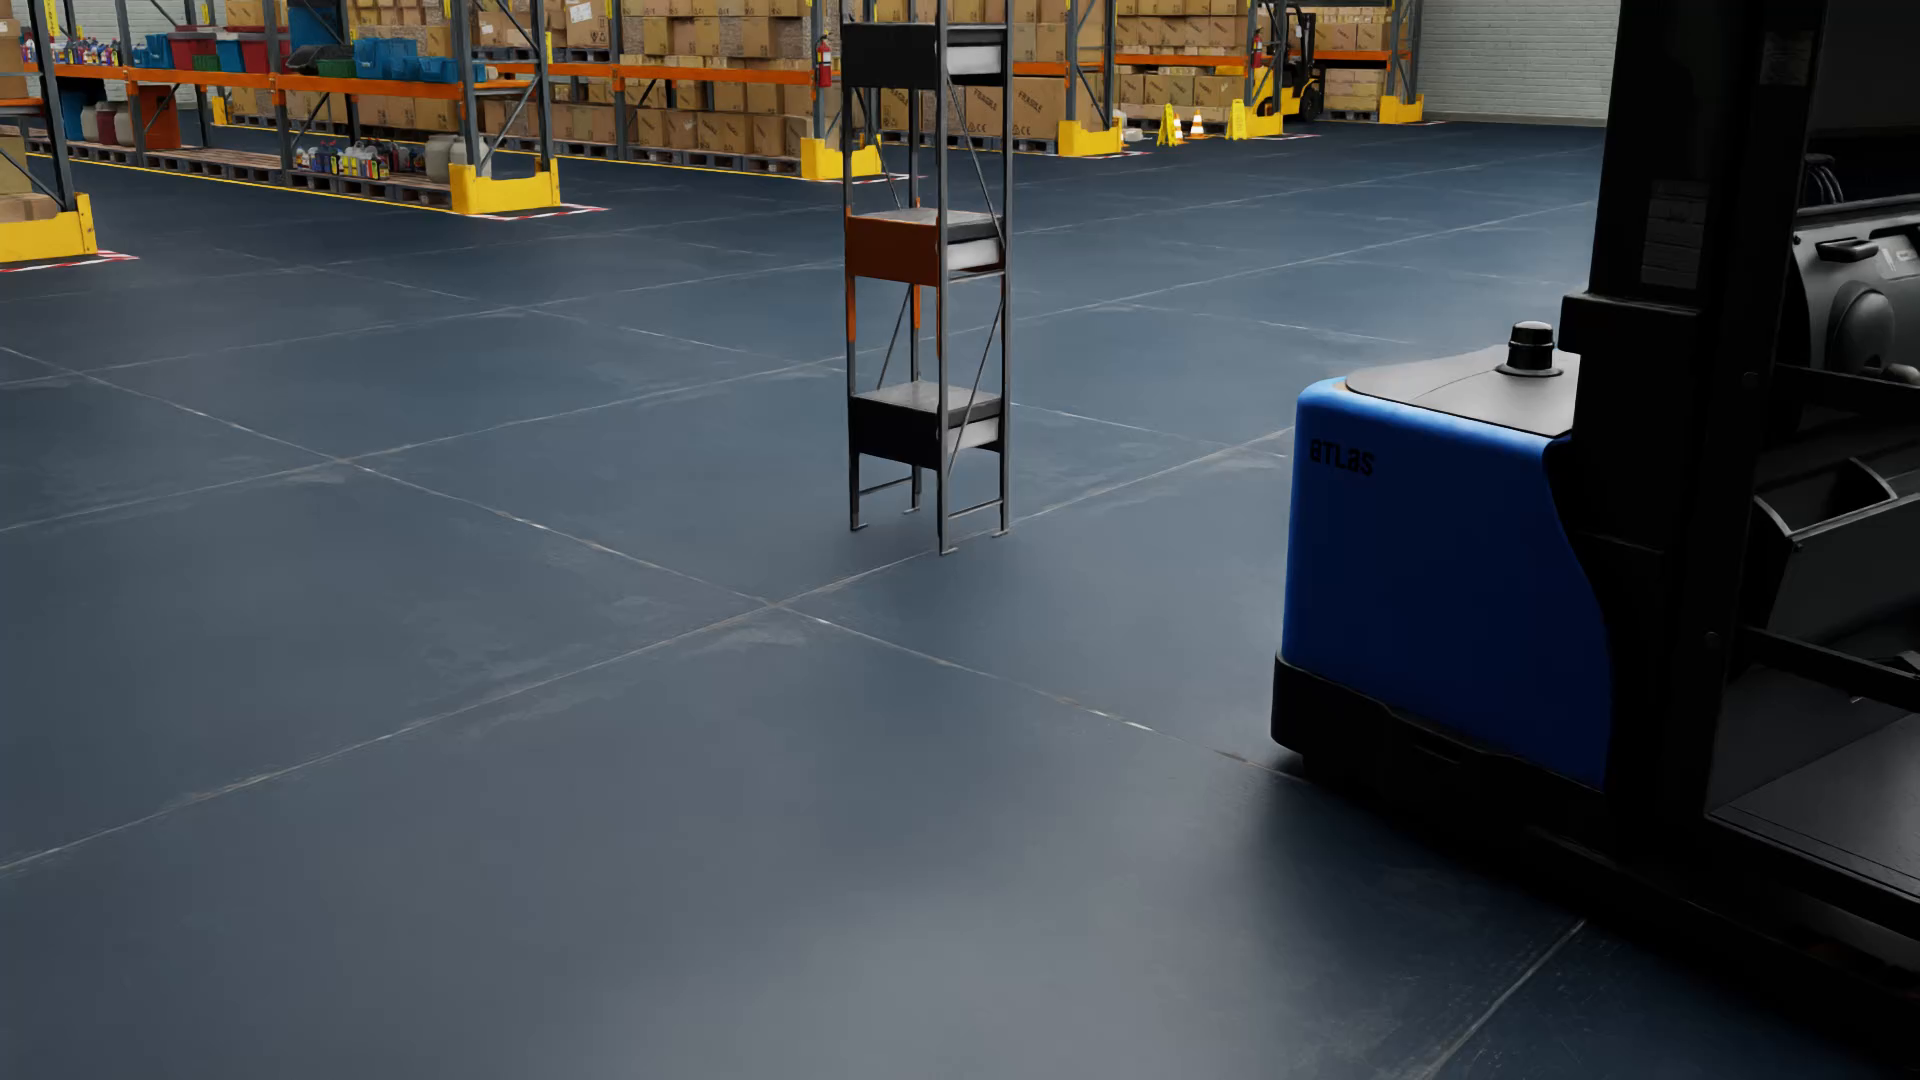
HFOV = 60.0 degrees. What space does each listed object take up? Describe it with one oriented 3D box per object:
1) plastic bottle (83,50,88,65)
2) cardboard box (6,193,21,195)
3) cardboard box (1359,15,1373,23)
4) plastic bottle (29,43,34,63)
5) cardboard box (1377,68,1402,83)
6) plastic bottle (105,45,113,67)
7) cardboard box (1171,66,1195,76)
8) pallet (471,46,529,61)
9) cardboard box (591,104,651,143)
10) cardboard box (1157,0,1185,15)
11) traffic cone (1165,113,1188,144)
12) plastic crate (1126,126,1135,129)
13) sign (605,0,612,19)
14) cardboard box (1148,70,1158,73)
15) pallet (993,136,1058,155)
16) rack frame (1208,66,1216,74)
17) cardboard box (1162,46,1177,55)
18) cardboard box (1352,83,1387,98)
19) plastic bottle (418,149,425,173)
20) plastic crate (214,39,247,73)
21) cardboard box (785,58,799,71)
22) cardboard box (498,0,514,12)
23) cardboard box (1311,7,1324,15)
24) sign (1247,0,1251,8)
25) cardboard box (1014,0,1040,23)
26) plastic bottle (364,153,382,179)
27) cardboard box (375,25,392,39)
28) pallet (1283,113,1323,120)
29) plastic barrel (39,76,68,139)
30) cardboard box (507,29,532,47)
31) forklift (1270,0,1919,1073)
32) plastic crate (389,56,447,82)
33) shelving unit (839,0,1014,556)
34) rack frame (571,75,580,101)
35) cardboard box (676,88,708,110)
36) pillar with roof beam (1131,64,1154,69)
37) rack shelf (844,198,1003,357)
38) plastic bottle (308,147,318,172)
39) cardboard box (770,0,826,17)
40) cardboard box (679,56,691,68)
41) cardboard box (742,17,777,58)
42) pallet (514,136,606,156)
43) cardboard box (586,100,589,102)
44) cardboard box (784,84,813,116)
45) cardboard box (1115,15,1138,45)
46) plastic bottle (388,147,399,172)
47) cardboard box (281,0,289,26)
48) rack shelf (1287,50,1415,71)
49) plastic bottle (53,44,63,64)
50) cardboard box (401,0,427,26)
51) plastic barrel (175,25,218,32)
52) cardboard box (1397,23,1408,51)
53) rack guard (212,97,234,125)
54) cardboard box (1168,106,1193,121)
[{"bbox_3d":[-12.067,-6.667,22.989,0.097,0.201,0.097,0,18,0],"label":"plastic bottle"},{"bbox_3d":[-8.662,-2.988,14.918,0.500,0.250,0.500,15,23,39],"label":"cardboard box"},{"bbox_3d":[7.760,-9.855,31.467,0.250,0.149,0.380,16,23,40],"label":"cardboard box"},{"bbox_3d":[-13.455,-7.073,24.153,0.097,0.271,0.097,0,18,0],"label":"plastic bottle"},{"bbox_3d":[8.182,-8.952,32.060,0.500,0.250,0.500,15,23,38],"label":"cardboard box"},{"bbox_3d":[-11.483,-6.542,22.460,0.133,0.283,0.061,15,23,39],"label":"plastic bottle"},{"bbox_3d":[3.847,-8.091,28.686,0.250,0.149,0.380,16,23,40],"label":"cardboard box"},{"bbox_3d":[-6.834,-7.477,25.530,1.003,0.211,1.213,15,23,39],"label":"pallet"},{"bbox_3d":[-4.890,-6.031,24.060,0.500,0.500,0.700,13,22,35],"label":"cardboard box"},{"bbox_3d":[3.774,-9.225,28.410,0.500,0.500,0.700,15,23,39],"label":"cardboard box"},{"bbox_3d":[3.464,-6.589,26.609,0.334,0.463,0.336,15,23,39],"label":"traffic cone"},{"bbox_3d":[2.762,-7.234,29.273,0.583,0.080,0.402,7,19,21],"label":"plastic crate"},{"bbox_3d":[-4.811,-7.310,22.772,0.005,0.325,0.100,15,23,39],"label":"sign"},{"bbox_3d":[4.451,-9.578,35.065,0.625,0.625,0.875,15,23,39],"label":"cardboard box"},{"bbox_3d":[1.264,-5.997,25.158,1.213,0.211,1.003,15,23,39],"label":"pallet"},{"bbox_3d":[5.424,-10.250,33.951,0.127,3.000,1.000,15,23,39],"label":"rack frame"},{"bbox_3d":[3.699,-8.471,28.760,0.250,0.149,0.380,15,23,39],"label":"cardboard box"},{"bbox_3d":[7.845,-8.602,31.782,0.500,0.250,0.500,15,23,39],"label":"cardboard box"},{"bbox_3d":[-6.222,-4.393,19.279,0.097,0.271,0.097,0,18,0],"label":"plastic bottle"},{"bbox_3d":[-8.765,-5.907,20.292,0.575,0.384,0.392,15,23,39],"label":"plastic crate"},{"bbox_3d":[-1.991,-6.022,21.044,0.250,0.149,0.380,15,23,39],"label":"cardboard box"},{"bbox_3d":[-8.754,-10.600,32.745,0.500,0.500,0.500,14,22,38],"label":"cardboard box"},{"bbox_3d":[6.987,-10.203,32.074,0.250,0.149,0.380,16,23,40],"label":"cardboard box"},{"bbox_3d":[4.741,-8.904,27.273,0.005,0.325,0.100,15,23,39],"label":"sign"},{"bbox_3d":[1.190,-7.942,24.645,0.550,0.550,0.875,15,23,39],"label":"cardboard box"},{"bbox_3d":[-6.576,-4.198,18.657,0.135,0.276,0.152,15,23,40],"label":"plastic bottle"},{"bbox_3d":[-9.110,-8.085,26.964,0.500,0.500,0.500,16,23,40],"label":"cardboard box"},{"bbox_3d":[6.908,-8.507,33.068,1.213,0.211,1.003,15,23,39],"label":"pallet"},{"bbox_3d":[-13.321,-6.457,24.773,0.708,0.901,0.600,15,23,39],"label":"plastic barrel"},{"bbox_3d":[-6.336,-7.427,24.610,0.500,0.250,0.500,14,22,38],"label":"cardboard box"},{"bbox_3d":[2.143,-0.511,3.375,1.130,2.935,3.031,-12,21,-34],"label":"forklift"},{"bbox_3d":[-5.796,-5.054,17.824,0.408,0.251,0.499,15,23,39],"label":"plastic crate"},{"bbox_3d":[-0.124,-1.034,6.399,0.503,2.100,0.431,15,23,39],"label":"shelving unit"},{"bbox_3d":[-7.061,-9.592,31.878,0.127,3.000,1.000,15,23,39],"label":"rack frame"},{"bbox_3d":[-4.735,-7.871,29.892,0.500,0.500,0.500,15,23,39],"label":"cardboard box"},{"bbox_3d":[1.148,-12.881,32.322,0.400,9.000,9.100,15,23,39],"label":"pillar with roof beam"},{"bbox_3d":[-0.124,-1.021,6.403,0.480,0.518,0.431,15,23,39],"label":"rack shelf"},{"bbox_3d":[-7.526,-4.453,19.460,0.135,0.276,0.152,16,24,41],"label":"plastic bottle"},{"bbox_3d":[-2.029,-6.802,20.775,0.500,0.500,0.500,15,23,39],"label":"cardboard box"},{"bbox_3d":[-3.533,-6.408,22.259,0.250,0.149,0.380,15,23,39],"label":"cardboard box"},{"bbox_3d":[-2.301,-6.460,21.352,0.500,0.500,0.875,15,23,39],"label":"cardboard box"},{"bbox_3d":[-5.946,-5.956,25.030,1.213,0.211,1.003,15,23,39],"label":"pallet"},{"bbox_3d":[-7.120,-8.579,32.705,0.250,0.149,0.380,14,22,37],"label":"cardboard box"},{"bbox_3d":[-2.321,-7.413,28.035,0.750,0.750,1.050,15,23,39],"label":"cardboard box"},{"bbox_3d":[3.034,-8.965,29.244,0.500,0.500,0.500,15,23,39],"label":"cardboard box"},{"bbox_3d":[-6.626,-4.453,19.448,0.133,0.283,0.061,15,23,39],"label":"plastic bottle"},{"bbox_3d":[-11.322,-9.052,28.691,0.500,0.500,0.500,15,23,40],"label":"cardboard box"},{"bbox_3d":[6.920,-9.506,32.794,4.000,0.370,1.077,15,23,39],"label":"rack shelf"},{"bbox_3d":[-12.757,-6.899,23.597,0.135,0.276,0.152,15,23,39],"label":"plastic bottle"},{"bbox_3d":[-8.459,-8.495,26.597,0.637,0.503,0.797,16,23,40],"label":"cardboard box"},{"bbox_3d":[-10.177,-6.607,22.246,0.708,0.536,0.600,15,23,39],"label":"plastic barrel"},{"bbox_3d":[8.230,-9.657,31.916,0.500,0.500,0.500,16,24,41],"label":"cardboard box"},{"bbox_3d":[-13.439,-8.107,31.330,0.348,0.500,1.175,15,23,39],"label":"rack guard"},{"bbox_3d":[3.959,-7.420,28.884,0.500,0.250,0.500,15,23,39],"label":"cardboard box"}]
